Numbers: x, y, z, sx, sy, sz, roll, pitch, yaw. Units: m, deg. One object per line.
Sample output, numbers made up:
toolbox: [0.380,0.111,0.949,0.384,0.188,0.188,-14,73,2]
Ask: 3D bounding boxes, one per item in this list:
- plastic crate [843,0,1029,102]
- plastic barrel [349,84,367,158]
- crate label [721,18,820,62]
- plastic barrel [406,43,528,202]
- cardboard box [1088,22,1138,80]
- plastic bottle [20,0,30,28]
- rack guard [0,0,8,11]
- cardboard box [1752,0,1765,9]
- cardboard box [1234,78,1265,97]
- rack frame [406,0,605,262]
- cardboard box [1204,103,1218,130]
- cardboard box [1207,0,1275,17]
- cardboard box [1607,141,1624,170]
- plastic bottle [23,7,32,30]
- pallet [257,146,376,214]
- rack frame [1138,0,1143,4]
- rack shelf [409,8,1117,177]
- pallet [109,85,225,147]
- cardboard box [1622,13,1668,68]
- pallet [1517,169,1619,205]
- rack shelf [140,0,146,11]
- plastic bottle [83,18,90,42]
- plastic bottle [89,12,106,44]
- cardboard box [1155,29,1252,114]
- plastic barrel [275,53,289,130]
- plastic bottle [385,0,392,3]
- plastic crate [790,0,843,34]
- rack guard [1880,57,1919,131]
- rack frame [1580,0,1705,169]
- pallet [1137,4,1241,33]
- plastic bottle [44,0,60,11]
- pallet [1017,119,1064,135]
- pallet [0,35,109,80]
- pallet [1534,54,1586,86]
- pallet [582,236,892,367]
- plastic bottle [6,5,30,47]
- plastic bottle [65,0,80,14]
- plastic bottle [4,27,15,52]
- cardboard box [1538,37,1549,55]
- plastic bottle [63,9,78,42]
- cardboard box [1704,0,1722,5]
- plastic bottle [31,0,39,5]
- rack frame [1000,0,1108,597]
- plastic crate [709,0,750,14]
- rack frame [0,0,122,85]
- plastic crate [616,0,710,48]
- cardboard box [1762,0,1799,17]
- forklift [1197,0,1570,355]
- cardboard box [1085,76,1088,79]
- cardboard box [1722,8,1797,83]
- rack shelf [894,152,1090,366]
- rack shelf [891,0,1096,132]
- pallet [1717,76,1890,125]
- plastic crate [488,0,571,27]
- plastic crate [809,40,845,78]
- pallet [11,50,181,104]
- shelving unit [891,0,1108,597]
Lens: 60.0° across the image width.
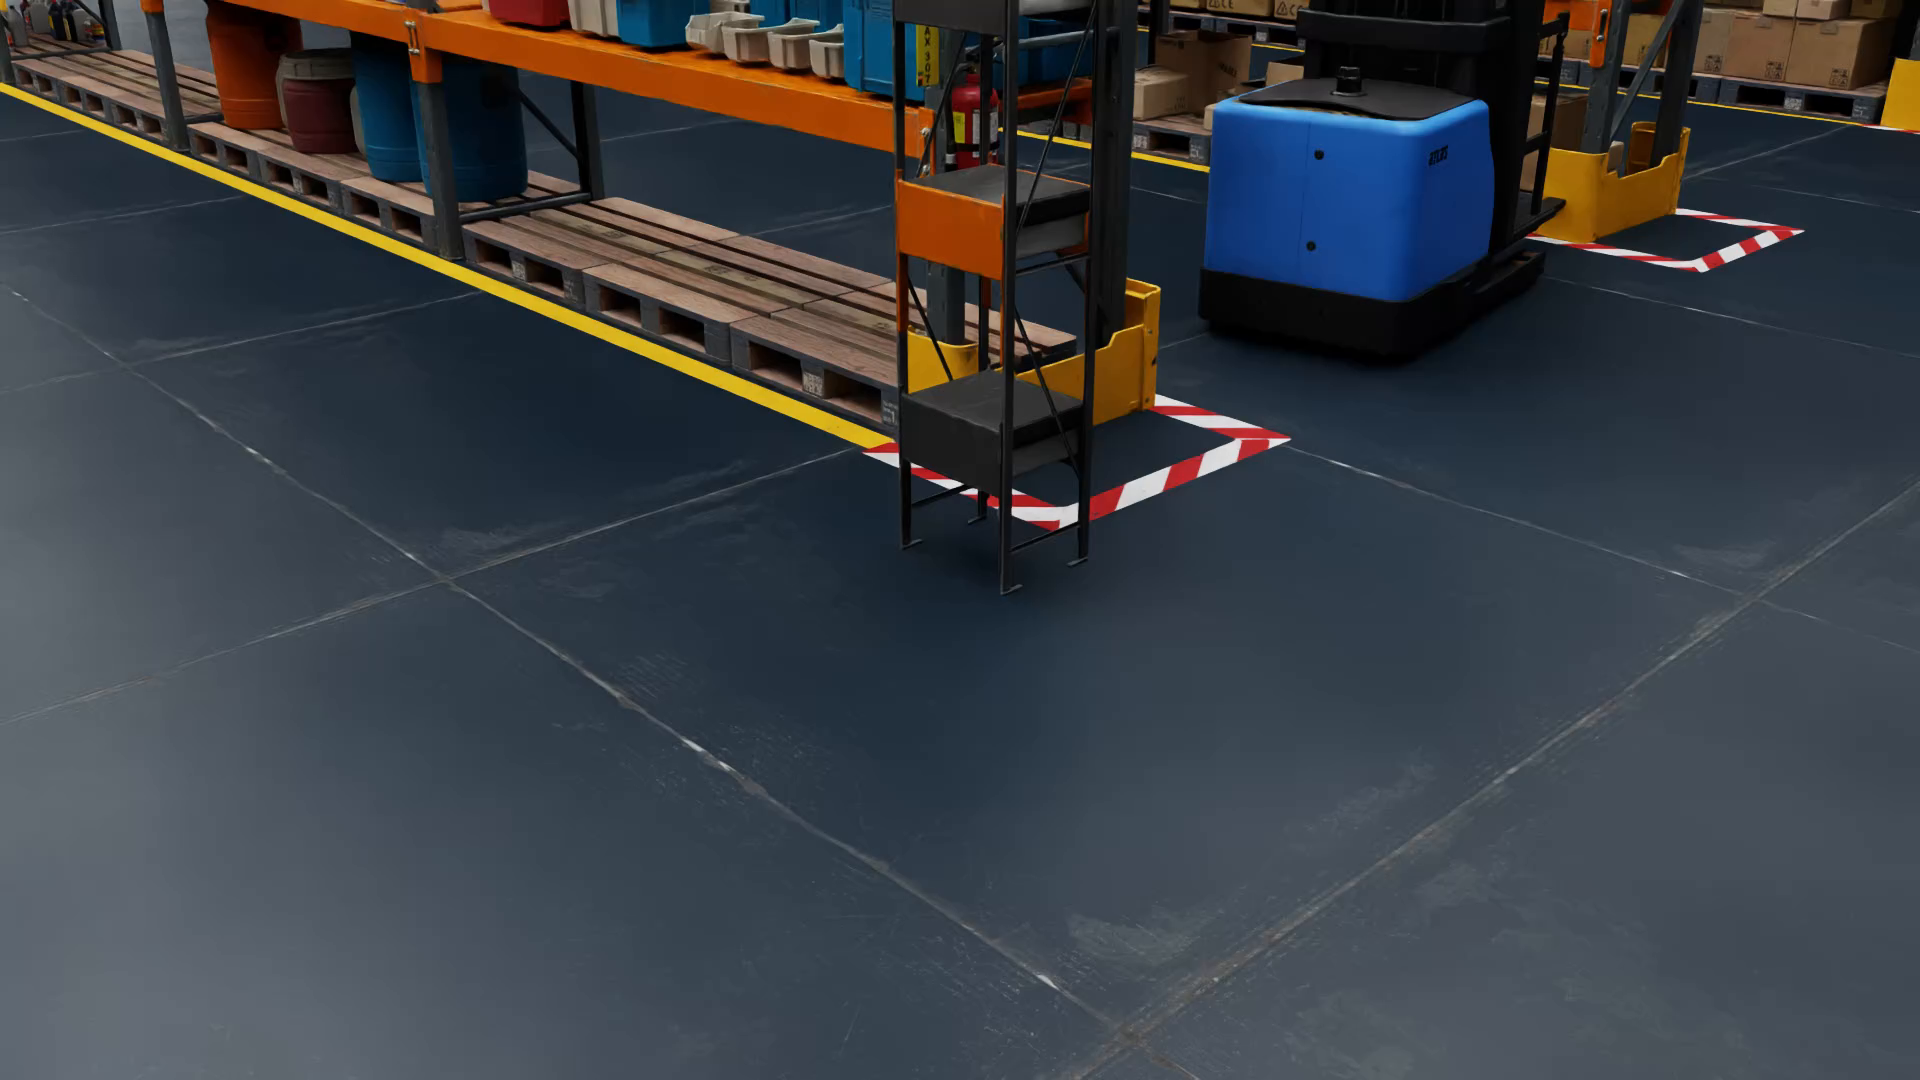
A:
plastic crate: [-0.087,-1.919,6.228,0.616,0.435,0.499,-21,32,-38]
plastic barrel: [-3.620,-2.679,10.500,0.421,0.512,0.421,0,25,0]
crate label: [-0.807,-2.100,6.984,0.396,0.136,0.243,-21,32,-38]
plastic barrel: [-2.815,-2.445,9.518,0.600,0.901,0.708,-21,32,-38]
cardboard box: [1.009,-3.722,12.776,0.500,0.500,0.500,22,33,39]
plastic bottle: [-9.008,-5.093,16.042,0.061,0.283,0.133,-21,32,-38]
rack guard: [-10.572,-5.528,17.265,1.175,0.500,0.348,-21,32,-38]
cardboard box: [6.672,-4.418,13.545,0.380,0.149,0.250,-21,32,-38]
cardboard box: [2.271,-3.101,11.642,0.500,0.311,0.500,-21,32,-38]
rack frame: [-2.456,-3.039,8.798,1.000,3.000,0.127,-21,32,-38]
cardboard box: [1.890,-2.907,11.391,0.380,0.166,0.250,-21,32,-38]
cardboard box: [3.043,-5.747,16.818,0.750,0.750,0.750,-21,32,-39]
cardboard box: [3.861,-2.359,10.211,0.380,0.149,0.250,-21,32,-38]
plastic bottle: [-8.914,-5.003,15.943,0.097,0.201,0.097,0,25,0]
pallet: [-3.791,-2.386,10.725,1.003,0.211,1.213,-21,32,-38]
rack frame: [2.042,-7.061,17.615,1.000,3.000,0.127,-21,32,-38]
rack shelf: [-1.089,-2.106,7.619,1.077,0.370,4.000,-21,32,-38]
pallet: [-5.691,-3.228,12.572,1.003,0.211,1.213,-21,32,-38]
cardboard box: [5.902,-4.338,14.152,0.700,0.500,0.500,-20,31,-37]
pallet: [3.299,-2.227,10.377,1.003,0.211,1.213,-21,32,-38]
rack shelf: [-6.557,-4.530,12.932,1.077,0.370,4.000,-21,32,-38]
plastic bottle: [-7.961,-4.672,15.220,0.097,0.201,0.097,0,25,0]
plastic bottle: [-7.822,-4.643,15.070,0.097,0.271,0.097,0,25,0]
cardboard box: [1.759,-3.414,12.101,0.500,0.500,0.500,-21,32,-38]
plastic barrel: [-4.392,-3.021,11.250,0.421,0.512,0.421,0,25,0]
plastic bottle: [-3.061,-3.004,8.960,0.097,0.201,0.097,0,25,0]
plastic crate: [-0.550,-2.345,7.407,0.416,0.233,0.300,-21,32,-38]
rack guard: [7.526,-3.493,12.805,1.175,0.500,0.348,-21,32,-38]
rack frame: [3.896,-3.231,9.219,1.000,3.000,0.127,-21,32,-38]
pallet: [2.526,-5.533,17.623,1.003,0.211,1.213,-21,32,-38]
plastic bottle: [-8.592,-5.006,15.771,0.144,0.351,0.185,-22,32,-39]
pallet: [0.579,-3.410,12.971,1.003,0.211,1.213,-21,32,-38]
pallet: [-8.353,-4.410,15.161,1.003,0.211,1.213,-21,32,-38]
pallet: [5.238,-4.328,14.984,1.003,0.211,1.213,-21,32,-38]
pallet: [-1.087,-1.189,8.102,1.003,0.211,1.213,-21,32,-38]
plastic bottle: [-8.469,-4.612,14.907,0.144,0.351,0.185,-21,32,-38]
plastic bottle: [-8.173,-4.820,15.363,0.144,0.351,0.185,-20,31,-37]
plastic bottle: [-8.399,-4.411,14.647,0.097,0.201,0.097,0,25,0]
cardboard box: [5.212,-4.648,14.830,0.700,0.500,0.500,-21,32,-38]
plastic bottle: [-8.140,-4.708,15.199,0.061,0.283,0.133,-21,32,-38]
cardboard box: [6.322,-4.573,13.884,0.380,0.149,0.250,-21,32,-38]
plastic bottle: [-8.836,-5.078,16.018,0.152,0.276,0.135,-22,33,-40]
rack frame: [0.280,-0.831,5.042,0.400,2.100,0.015,-21,32,-38]
plastic crate: [-1.046,-2.504,7.871,0.293,0.136,0.466,-21,32,-38]
rack frame: [-7.924,-5.463,14.111,1.000,3.000,0.127,-21,32,-38]
plastic crate: [-1.313,-2.328,7.368,0.416,0.233,0.300,-21,32,-38]
cardboard box: [6.562,-4.235,13.143,0.380,0.149,0.250,-20,31,-37]
forklift: [2.403,-2.712,8.163,1.130,2.935,3.031,17,29,32]
cardboard box: [0.616,-3.574,12.453,0.500,0.500,0.500,-21,32,-39]
cardboard box: [6.616,-4.027,13.469,0.700,0.500,0.500,-21,32,-39]
rack shelf: [0.113,-0.893,5.210,0.431,0.518,0.480,-21,32,-38]
rack shelf: [0.113,-1.530,4.919,0.431,0.518,0.480,-21,32,-38]
pallet: [6.906,-3.589,13.363,1.003,0.211,1.213,-21,32,-38]
plastic crate: [-2.029,-2.754,8.023,0.402,0.464,0.583,-21,32,-38]
plastic crate: [-0.412,-1.930,6.613,0.396,0.136,0.243,-21,32,-38]
pallet: [-7.359,-3.967,14.192,1.003,0.211,1.213,-21,32,-38]
shelving unit: [0.113,-0.905,5.204,0.431,2.100,0.503,-21,32,-38]
